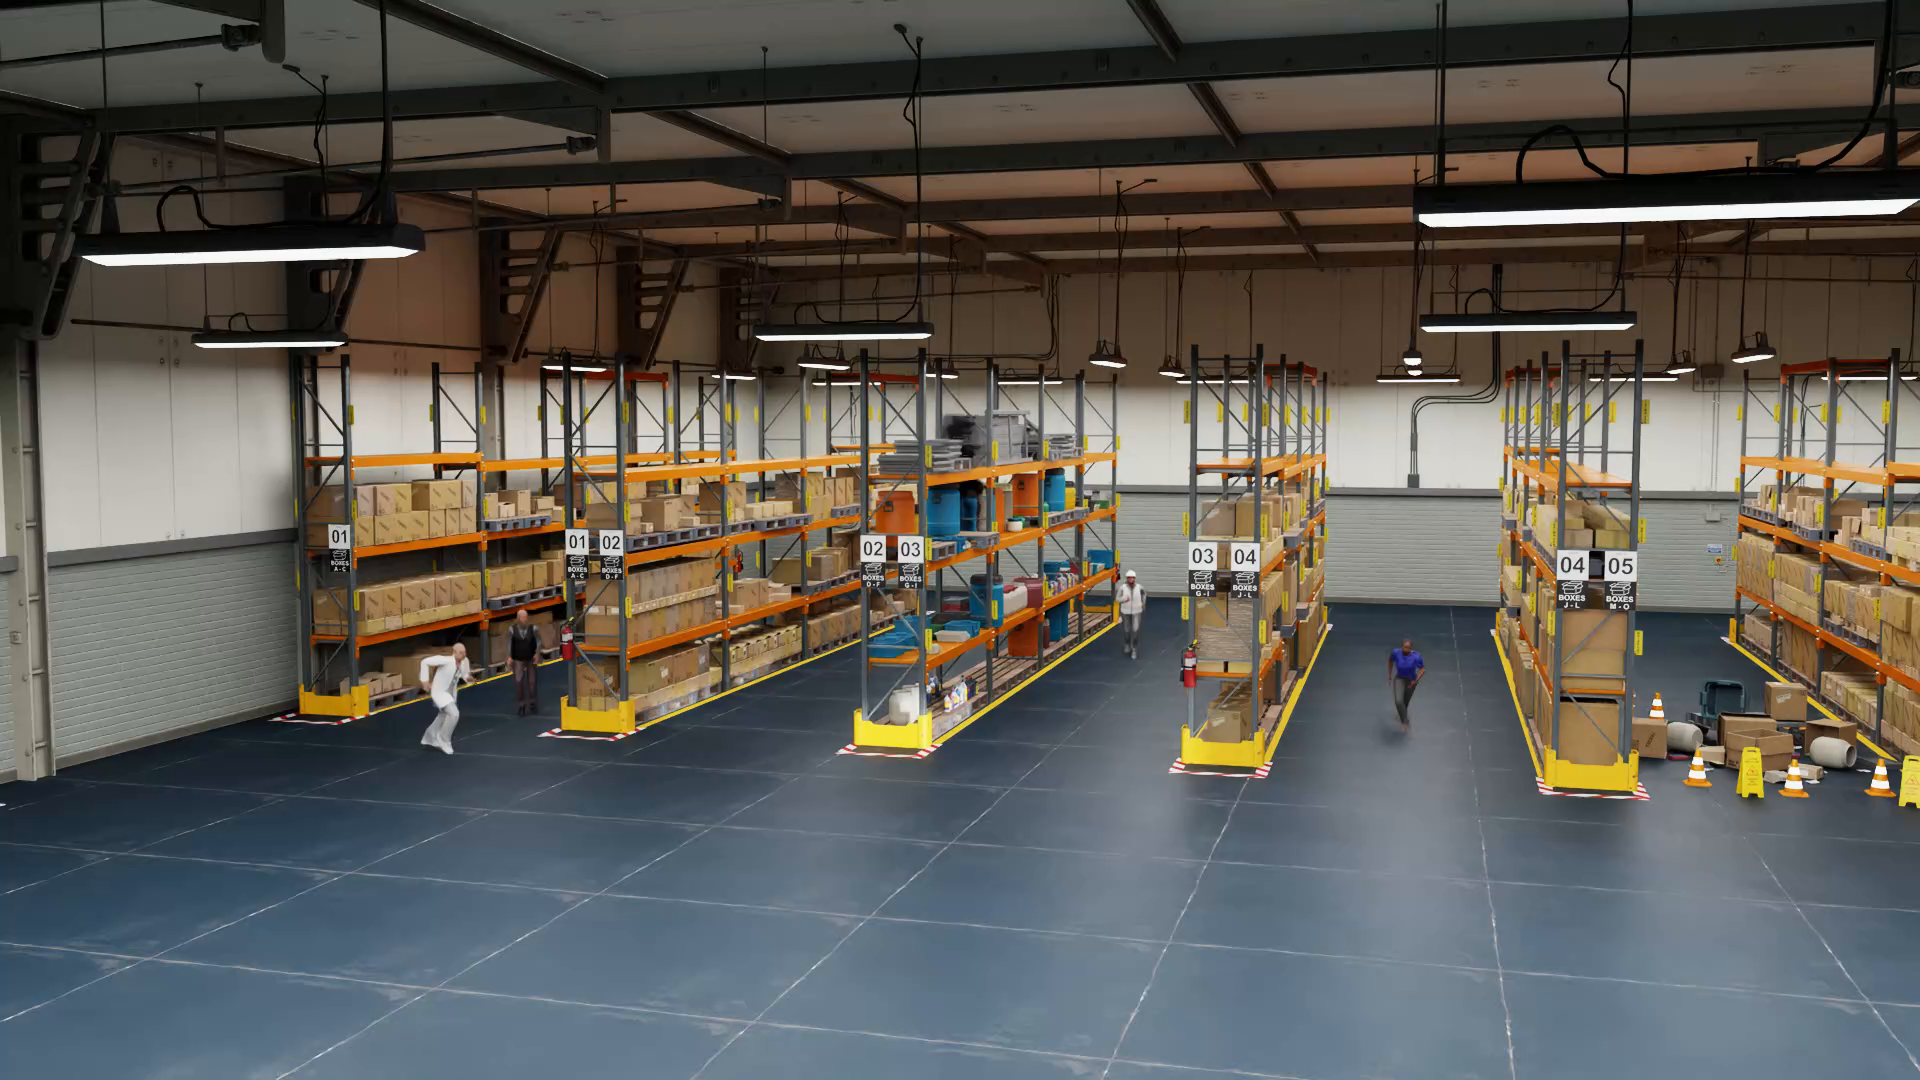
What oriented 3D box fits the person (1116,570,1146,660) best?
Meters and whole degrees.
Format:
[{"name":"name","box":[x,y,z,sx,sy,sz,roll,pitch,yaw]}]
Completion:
[{"name":"person","box":[3.536,1.530,34.408,0.636,1.827,0.866,0,4,5]}]

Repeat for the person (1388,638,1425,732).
[{"name":"person","box":[7.136,2.274,26.612,0.569,1.491,1.031,1,4,15]}]

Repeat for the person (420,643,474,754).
[{"name":"person","box":[-7.646,2.349,24.633,1.043,1.684,0.754,3,5,31]}]

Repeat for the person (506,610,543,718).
[{"name":"person","box":[-7.278,2.047,27.809,0.612,1.777,0.596,-1,4,-13]}]
